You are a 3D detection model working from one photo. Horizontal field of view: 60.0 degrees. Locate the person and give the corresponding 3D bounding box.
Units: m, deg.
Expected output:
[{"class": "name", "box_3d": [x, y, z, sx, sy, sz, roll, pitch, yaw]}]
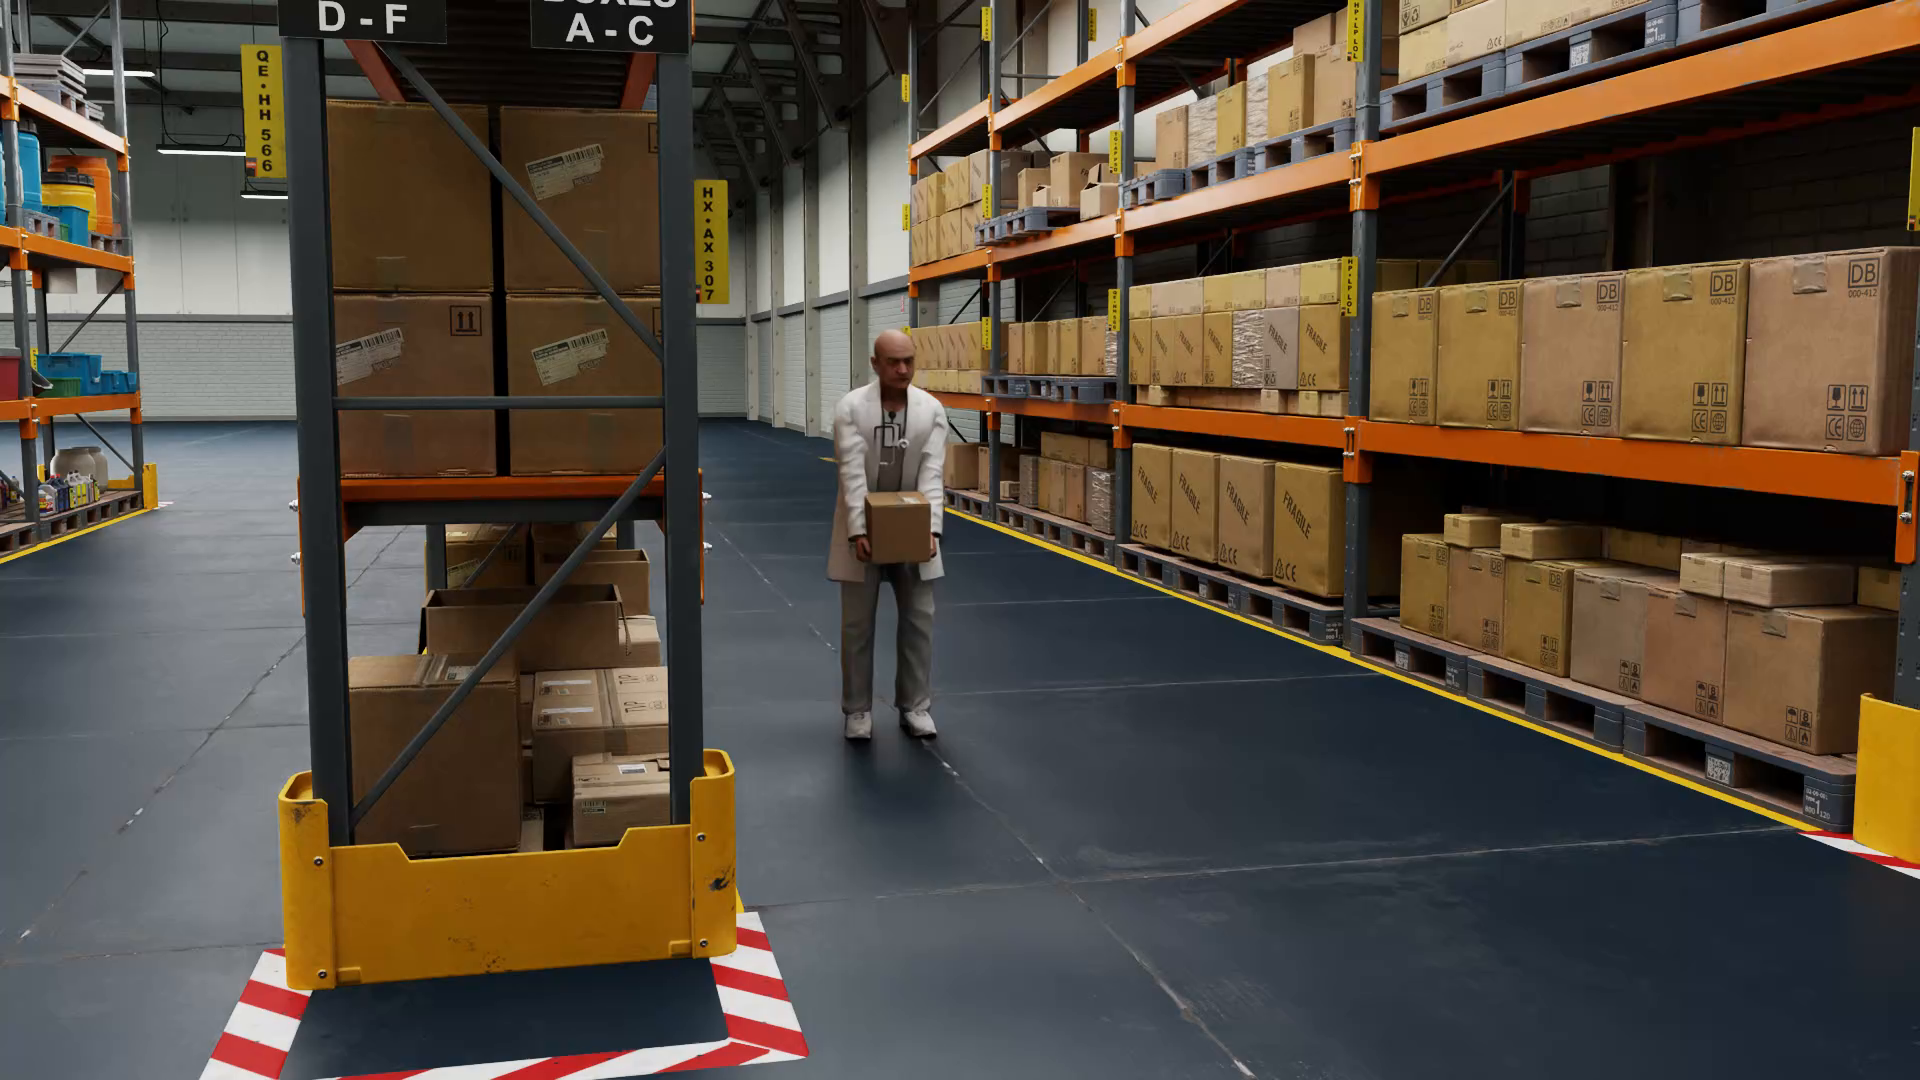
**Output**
[{"class": "person", "box_3d": [-0.306, -0.017, 7.162, 0.531, 1.760, 0.592, -1, 6, -12]}]
